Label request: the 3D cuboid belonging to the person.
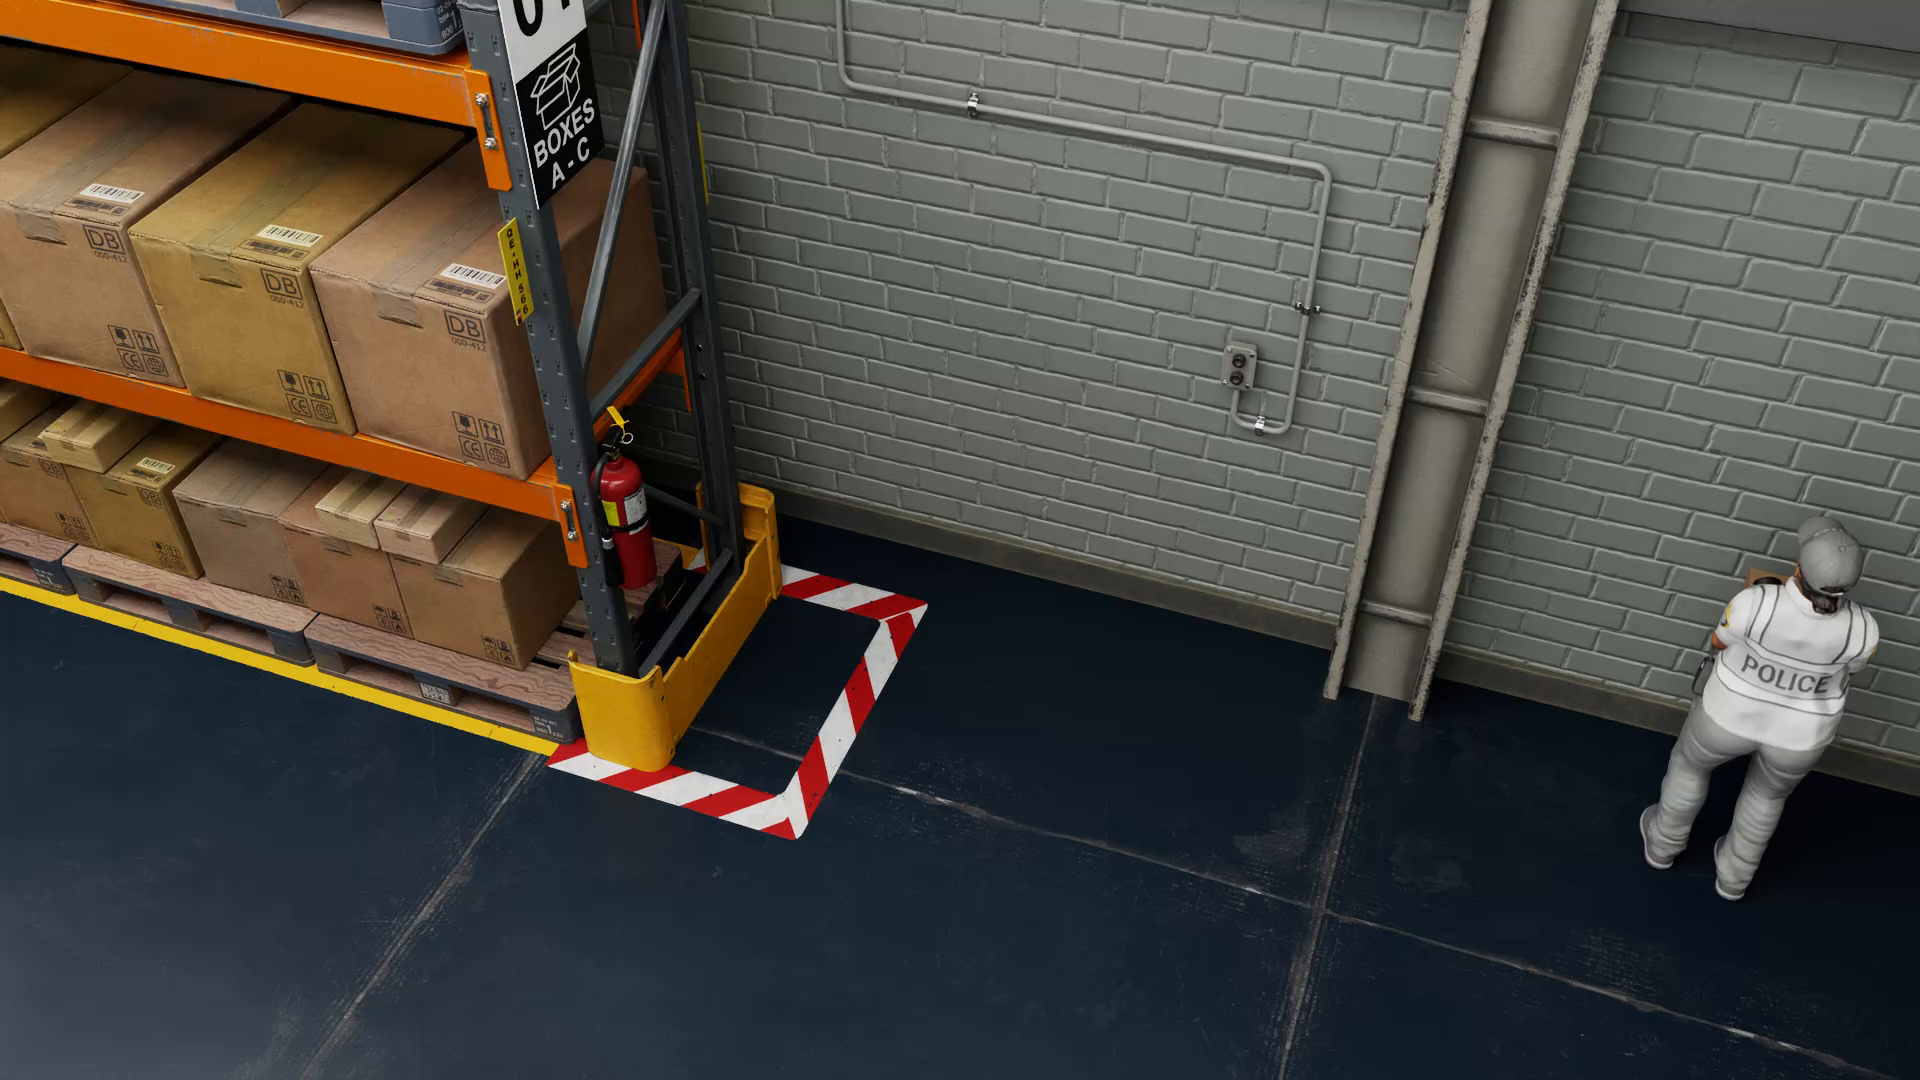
[{"bbox_3d":[2.679,0.528,5.573,0.453,1.653,0.516,14,44,15],"label":"person"}]
